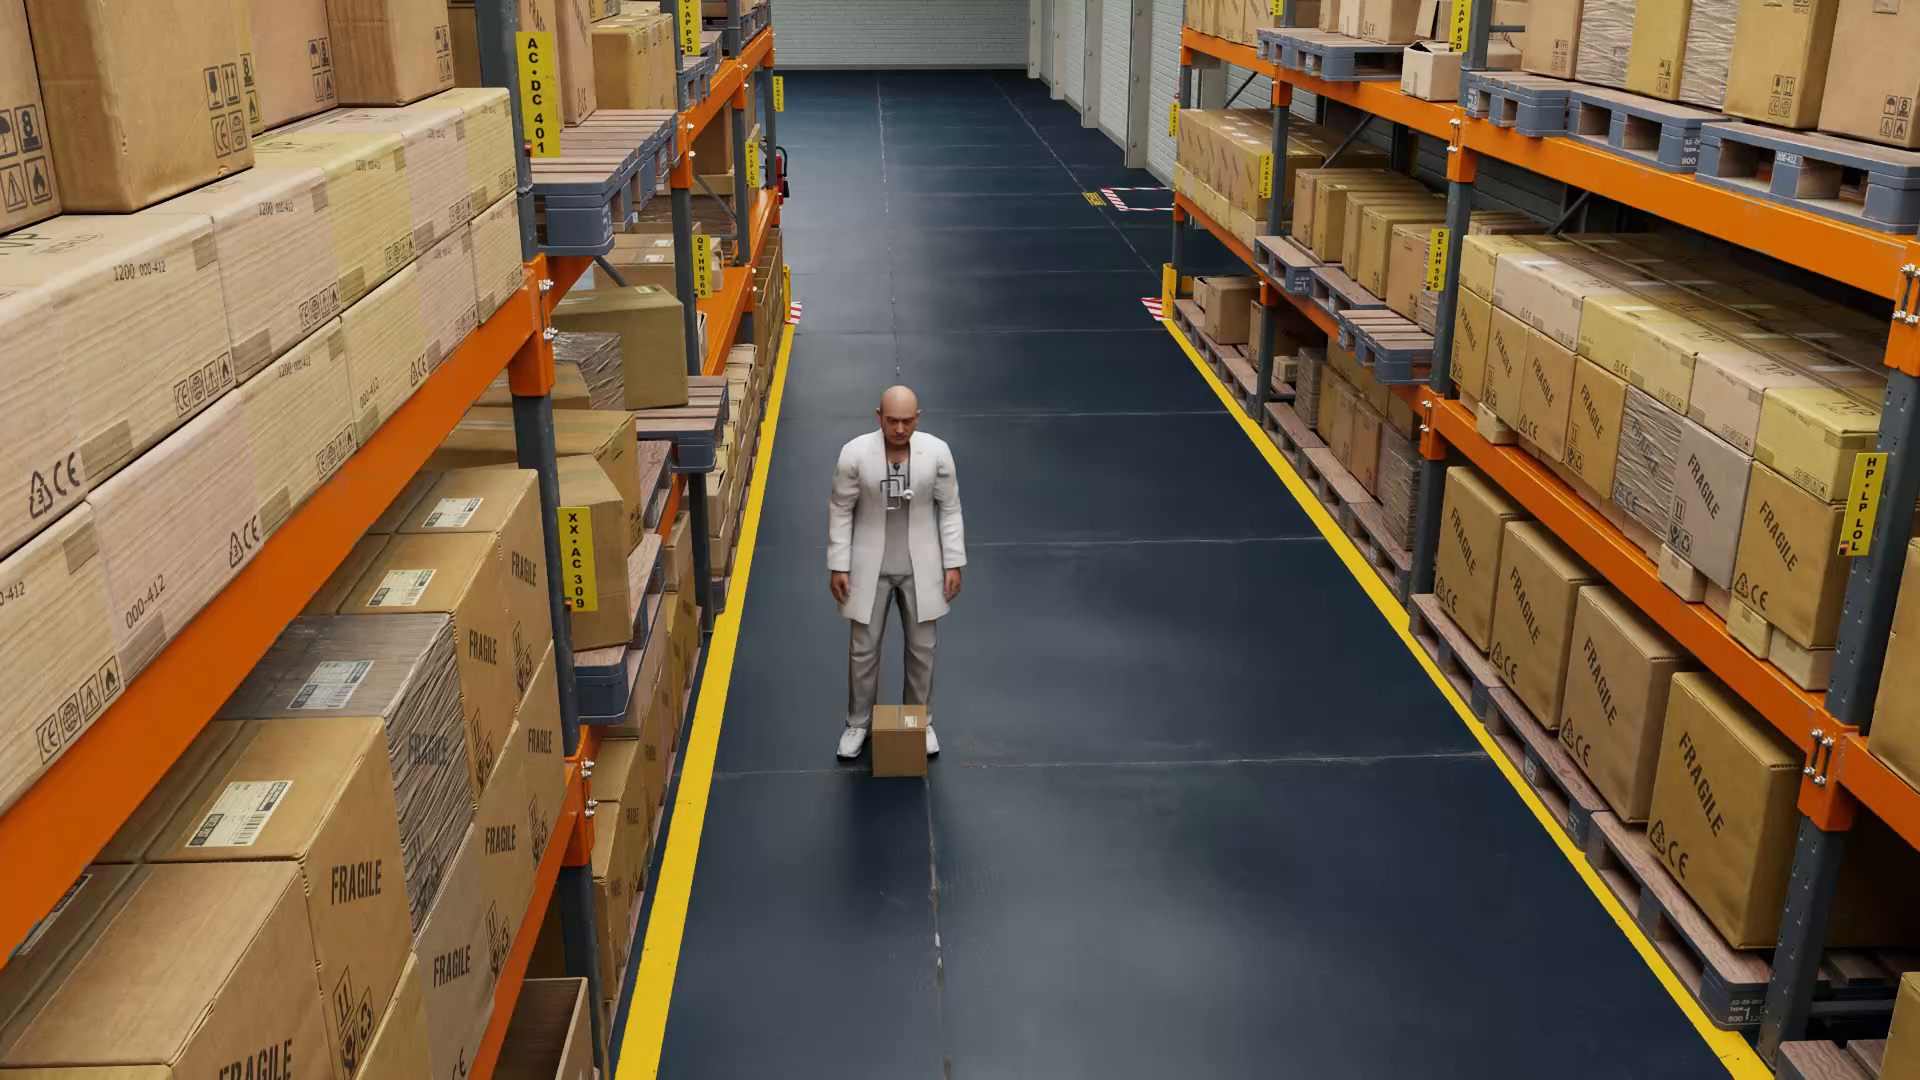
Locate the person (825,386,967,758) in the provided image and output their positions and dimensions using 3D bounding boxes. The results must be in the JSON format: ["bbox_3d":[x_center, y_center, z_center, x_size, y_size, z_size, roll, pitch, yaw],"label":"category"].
[{"bbox_3d":[-0.296,0.136,7.724,0.656,1.774,0.416,-2,20,-5],"label":"person"}]
